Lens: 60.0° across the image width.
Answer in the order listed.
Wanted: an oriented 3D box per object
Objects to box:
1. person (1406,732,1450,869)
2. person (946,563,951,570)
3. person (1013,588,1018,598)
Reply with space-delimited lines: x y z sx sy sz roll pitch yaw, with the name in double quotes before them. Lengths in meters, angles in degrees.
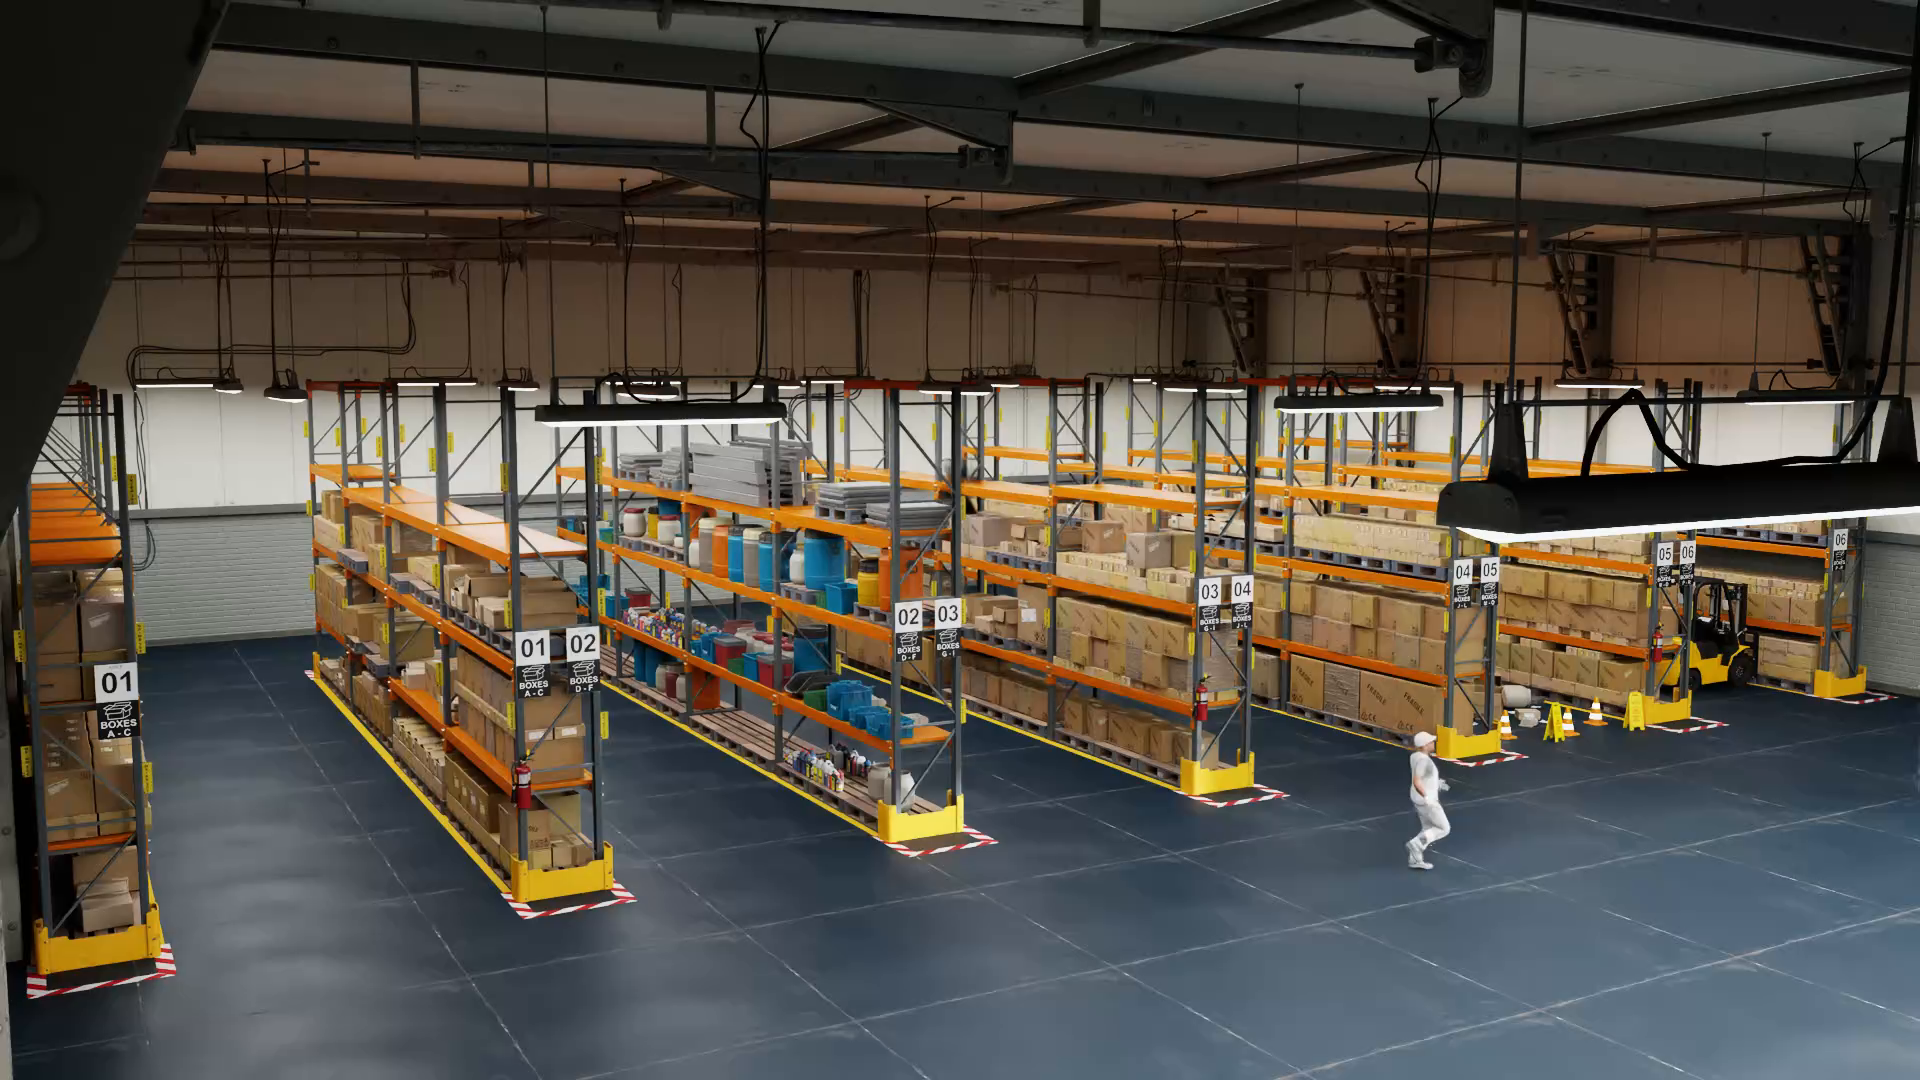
"person" 5.856 3.257 20.803 0.575 1.737 0.666 0 6 1
"person" -0.262 1.150 41.559 0.478 1.548 0.605 -4 7 -35
"person" 1.517 1.080 41.958 0.580 1.599 0.660 4 7 33
